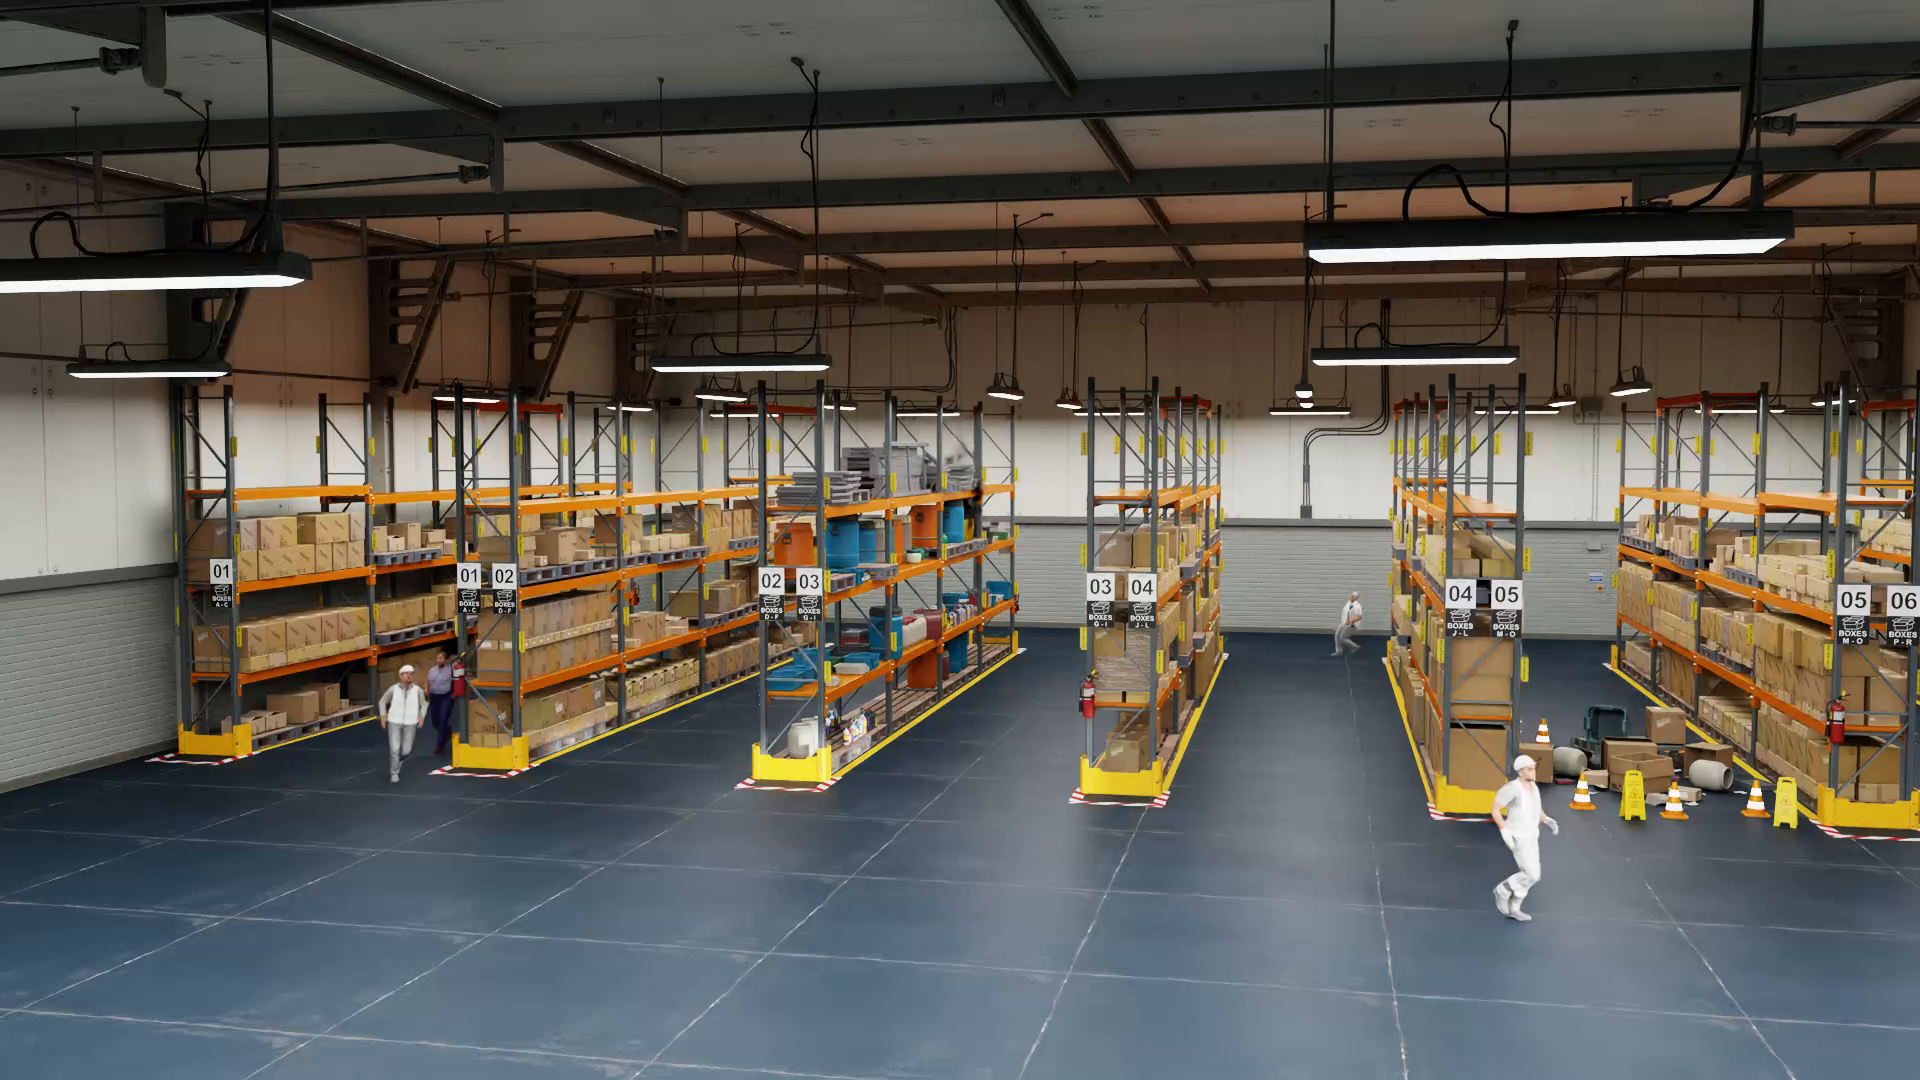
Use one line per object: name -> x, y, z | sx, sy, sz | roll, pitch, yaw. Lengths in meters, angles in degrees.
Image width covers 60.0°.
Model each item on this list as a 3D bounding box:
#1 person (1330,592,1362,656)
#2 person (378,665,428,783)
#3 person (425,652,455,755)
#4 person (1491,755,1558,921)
person -> 9.227, 2.012, 39.592 | 0.591, 1.587, 0.714 | -1, 3, -10
person -> -8.388, 2.752, 25.068 | 0.708, 1.719, 0.588 | -1, 3, -21
person -> -8.517, 2.668, 27.404 | 0.607, 1.621, 0.849 | 0, 3, 6
person -> 5.965, 3.142, 17.548 | 0.669, 1.749, 0.584 | -3, 4, -41
